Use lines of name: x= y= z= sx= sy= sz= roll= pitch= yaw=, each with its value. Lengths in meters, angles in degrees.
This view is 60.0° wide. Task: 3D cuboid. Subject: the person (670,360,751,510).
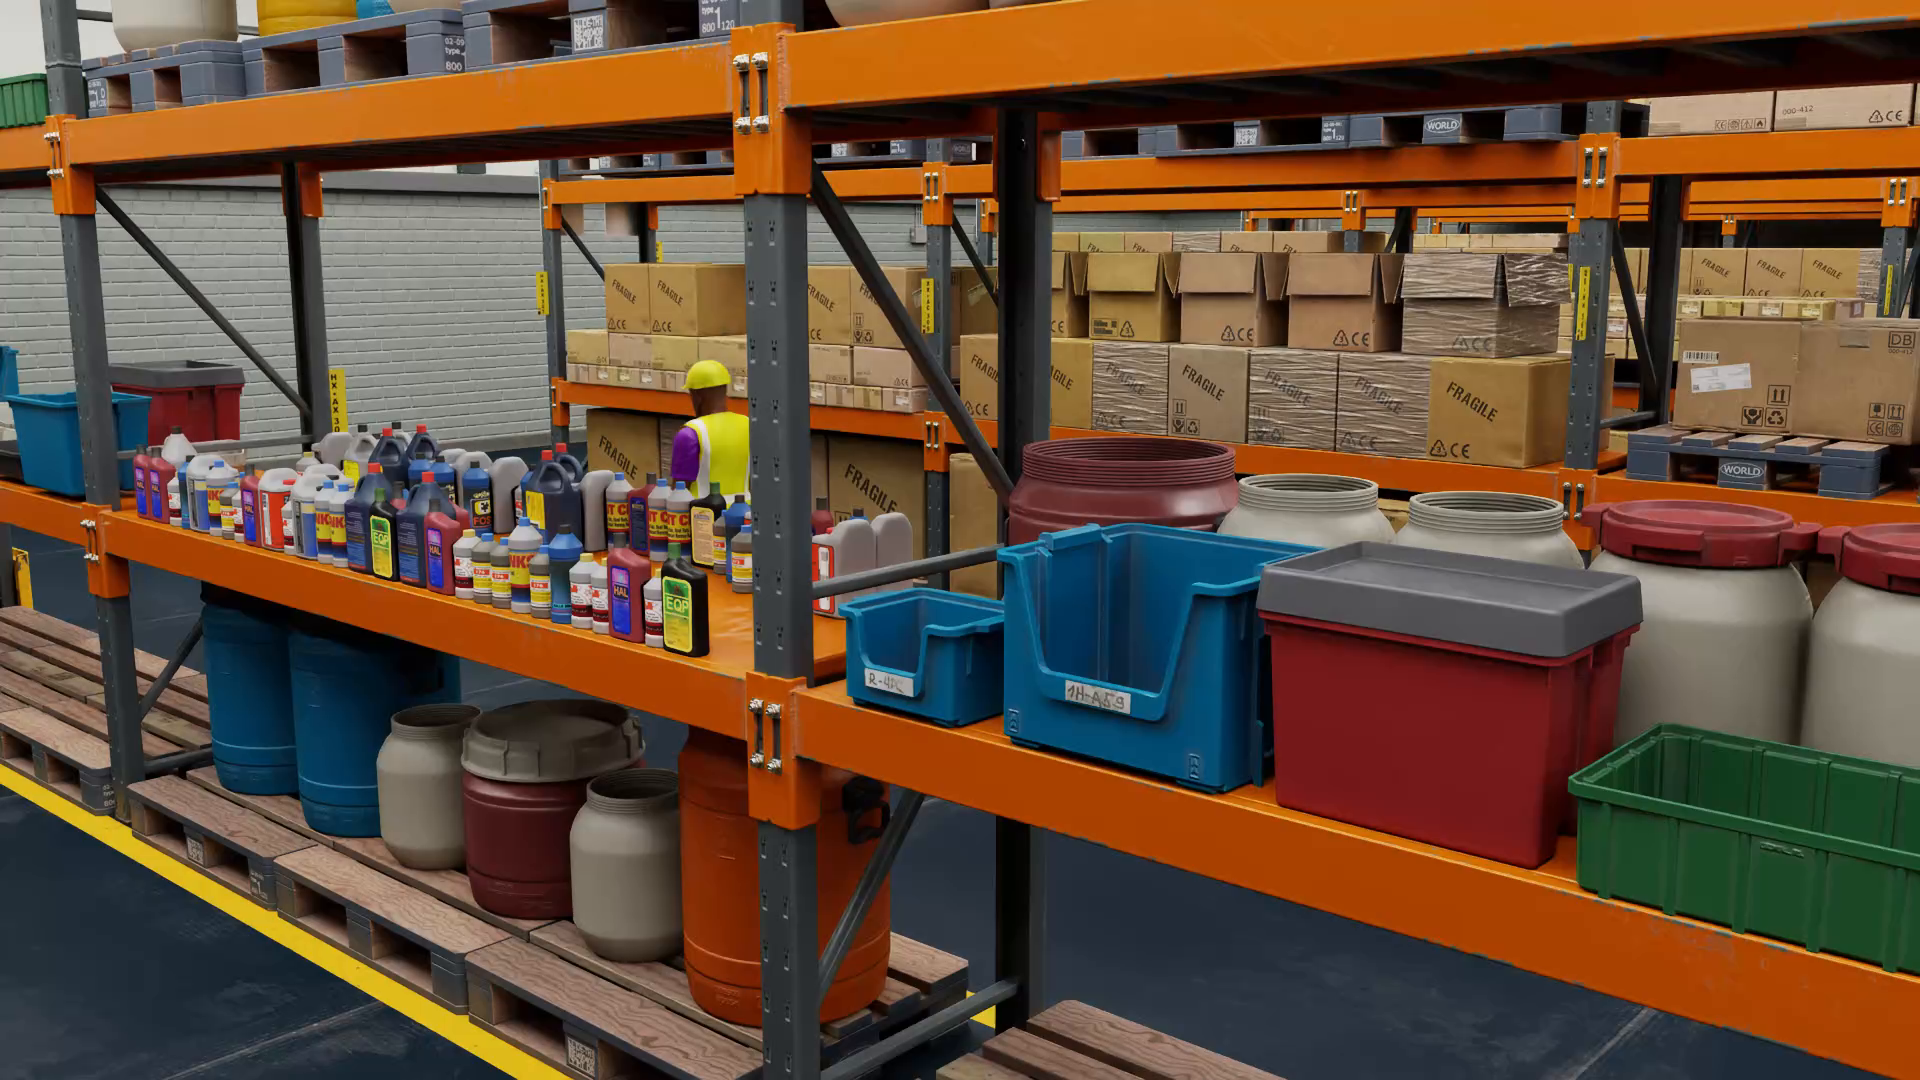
person: x=-1.280 y=-0.049 z=8.620 sx=0.359 sy=1.763 sz=0.565 roll=9 pitch=14 yaw=42
